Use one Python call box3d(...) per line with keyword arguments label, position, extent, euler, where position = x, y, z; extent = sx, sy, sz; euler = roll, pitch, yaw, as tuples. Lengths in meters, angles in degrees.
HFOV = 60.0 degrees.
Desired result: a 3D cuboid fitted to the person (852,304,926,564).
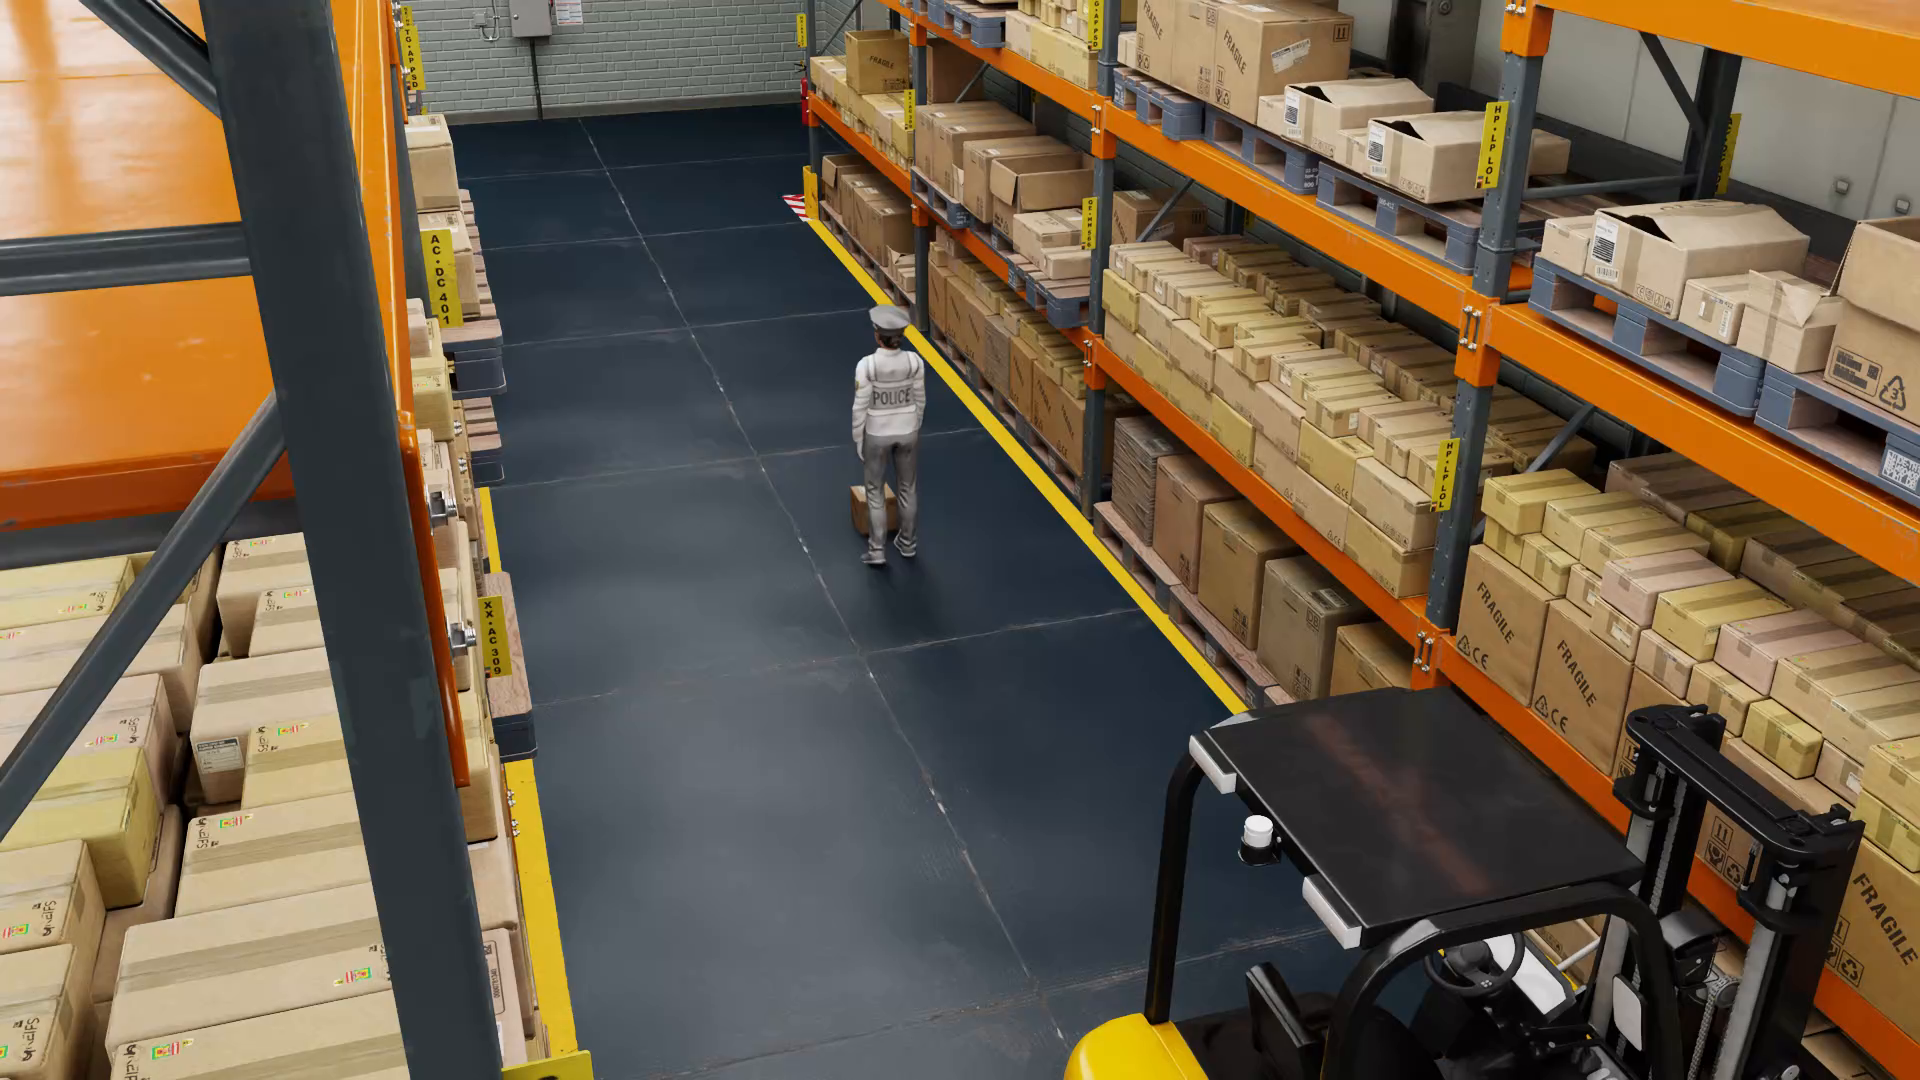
box3d(label="person", position=(-0.451, -0.635, 10.418), extent=(0.478, 1.736, 0.375), euler=(-8, 28, -15))
